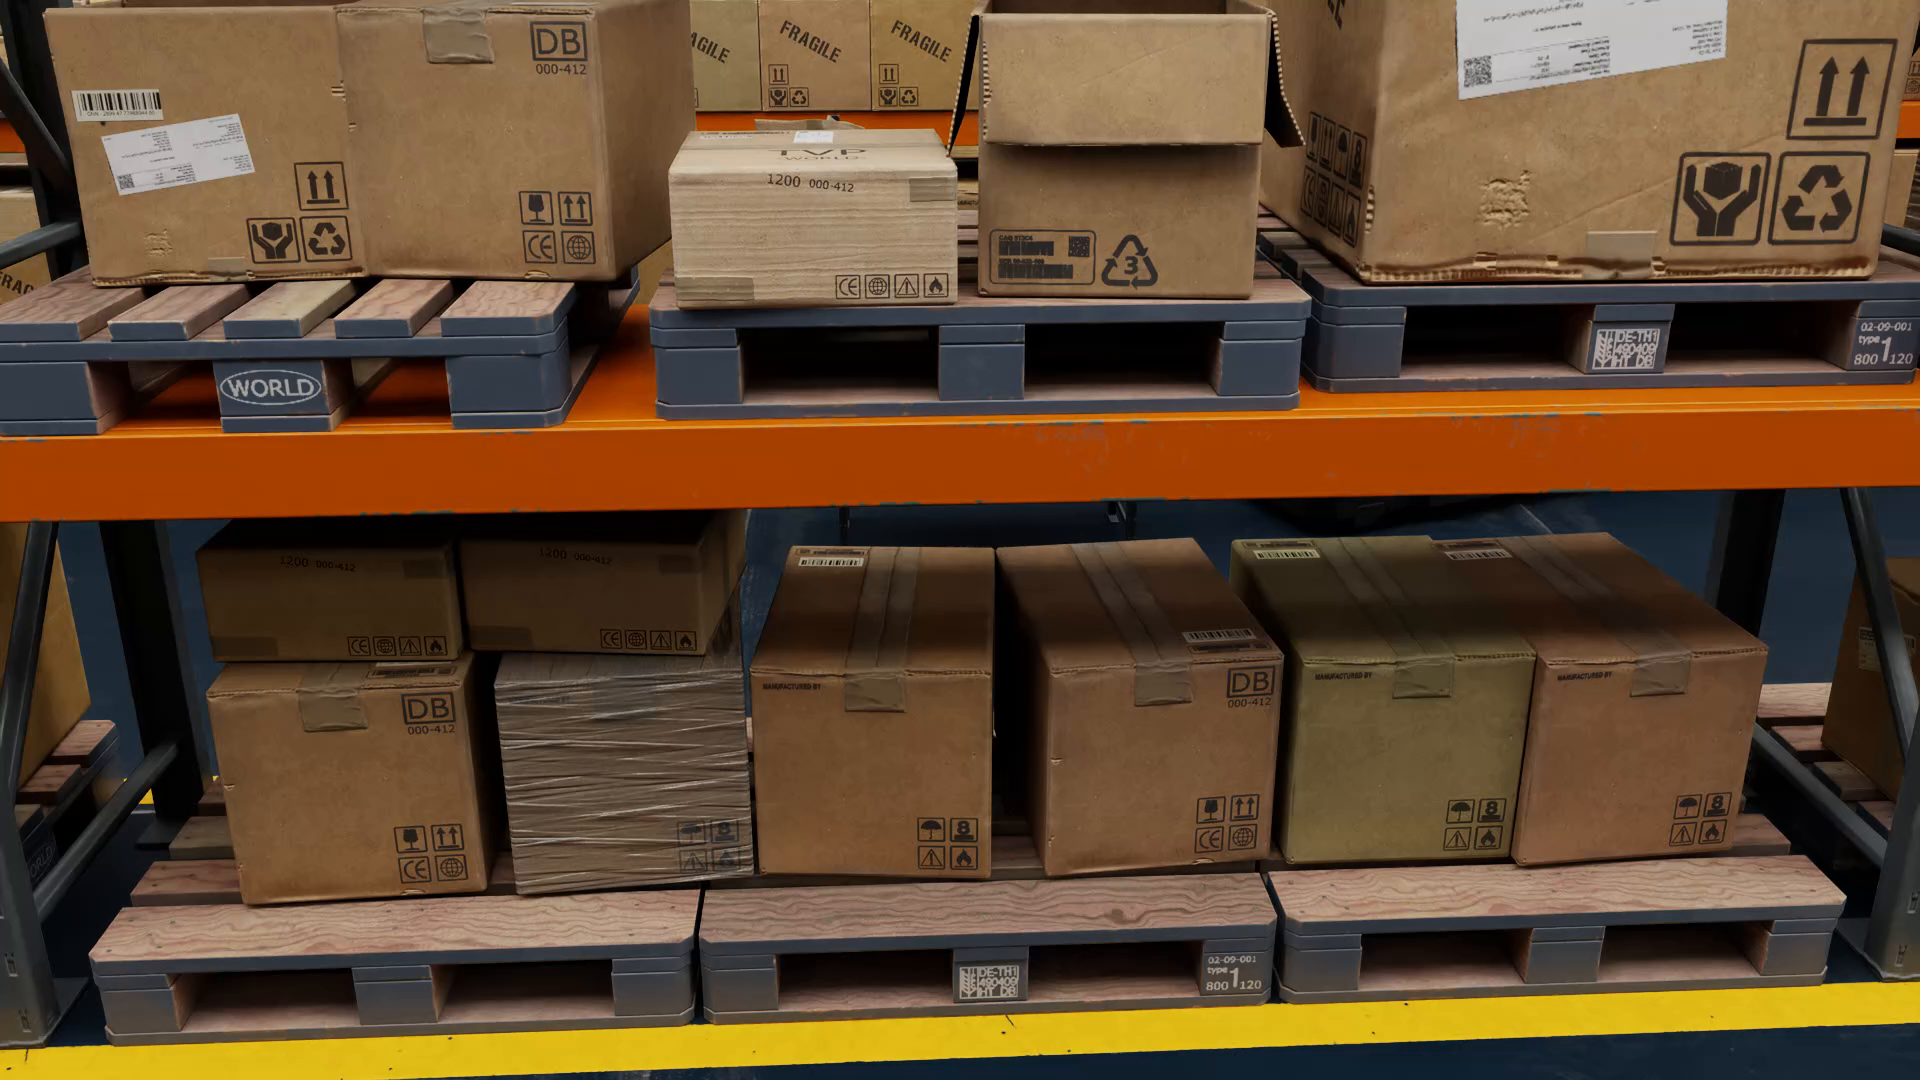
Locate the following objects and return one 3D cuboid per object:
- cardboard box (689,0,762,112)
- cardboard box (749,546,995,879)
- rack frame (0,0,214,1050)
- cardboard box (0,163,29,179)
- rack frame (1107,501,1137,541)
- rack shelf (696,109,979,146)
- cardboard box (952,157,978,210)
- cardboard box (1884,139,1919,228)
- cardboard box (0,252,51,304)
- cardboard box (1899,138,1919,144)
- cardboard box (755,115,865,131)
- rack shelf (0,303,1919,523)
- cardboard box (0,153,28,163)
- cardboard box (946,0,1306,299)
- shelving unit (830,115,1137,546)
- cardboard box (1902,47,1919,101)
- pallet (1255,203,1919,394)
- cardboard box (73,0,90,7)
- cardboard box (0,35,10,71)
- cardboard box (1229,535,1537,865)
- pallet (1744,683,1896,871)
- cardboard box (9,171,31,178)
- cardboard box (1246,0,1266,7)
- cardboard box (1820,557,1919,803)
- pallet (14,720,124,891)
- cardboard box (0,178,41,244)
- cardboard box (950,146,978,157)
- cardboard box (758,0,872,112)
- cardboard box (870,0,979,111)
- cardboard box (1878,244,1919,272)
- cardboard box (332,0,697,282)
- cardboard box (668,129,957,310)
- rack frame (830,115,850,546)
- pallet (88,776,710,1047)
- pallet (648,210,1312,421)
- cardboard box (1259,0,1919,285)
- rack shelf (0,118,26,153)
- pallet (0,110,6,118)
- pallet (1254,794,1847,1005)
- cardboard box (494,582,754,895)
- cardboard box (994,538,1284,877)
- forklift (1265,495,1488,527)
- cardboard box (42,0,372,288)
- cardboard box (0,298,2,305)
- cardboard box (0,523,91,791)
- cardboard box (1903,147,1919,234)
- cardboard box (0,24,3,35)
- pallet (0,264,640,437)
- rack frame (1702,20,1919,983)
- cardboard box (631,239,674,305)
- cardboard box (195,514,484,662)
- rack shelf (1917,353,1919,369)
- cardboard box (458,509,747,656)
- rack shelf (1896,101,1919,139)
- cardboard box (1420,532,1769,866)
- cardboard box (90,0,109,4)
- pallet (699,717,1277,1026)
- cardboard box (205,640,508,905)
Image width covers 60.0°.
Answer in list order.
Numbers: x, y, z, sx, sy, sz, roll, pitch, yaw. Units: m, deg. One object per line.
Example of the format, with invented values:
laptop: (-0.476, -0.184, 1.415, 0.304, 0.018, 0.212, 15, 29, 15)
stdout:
cardboard box: (-1.172, -2.275, 7.741, 0.500, 0.500, 0.500, -1, 21, -4)
cardboard box: (-0.174, 0.372, 3.822, 0.500, 0.500, 0.700, 1, 21, 1)
rack frame: (-1.961, -0.540, 3.323, 0.127, 3.000, 1.000, -1, 21, -3)
cardboard box: (-4.893, -1.712, 8.270, 0.500, 0.250, 0.500, 0, 21, 0)
rack frame: (0.593, -0.713, 5.886, 0.032, 1.500, 0.500, -1, 21, -3)
rack shelf: (-0.146, -2.008, 8.191, 4.000, 0.370, 1.077, -1, 21, -3)
cardboard box: (0.273, -1.467, 8.331, 0.750, 0.750, 1.050, -1, 21, -3)
cardboard box: (4.292, -1.614, 8.540, 0.875, 0.875, 0.875, -1, 21, -4)
cardboard box: (-4.333, -1.198, 7.975, 0.500, 0.500, 0.500, -1, 21, -2)
cardboard box: (5.171, -1.632, 8.589, 0.875, 0.875, 0.875, -1, 21, -3)
cardboard box: (-0.311, -0.803, 3.613, 0.258, 0.266, 0.396, -2, 21, -5)
rack shelf: (0.036, -0.244, 3.558, 4.000, 0.370, 1.077, -1, 21, -3)
cardboard box: (-7.153, -3.003, 12.804, 0.875, 0.438, 0.875, -1, 21, -4)
cardboard box: (0.307, -0.798, 3.265, 0.637, 0.503, 0.797, 1, 21, 2)
shelving unit: (0.085, -0.703, 5.859, 1.048, 1.500, 0.538, -1, 21, -3)
cardboard box: (4.362, -2.527, 8.332, 0.550, 0.550, 0.875, -1, 21, -3)
pallet: (1.261, -0.568, 3.666, 1.213, 0.211, 1.003, -1, 21, -3)
cardboard box: (-3.898, -2.323, 7.352, 0.250, 0.149, 0.380, -1, 21, -2)
cardboard box: (-4.162, -2.179, 7.390, 0.250, 0.149, 0.380, -2, 21, -6)
cardboard box: (0.941, 0.349, 3.883, 0.500, 0.500, 0.700, -1, 21, -3)
pallet: (2.701, 0.656, 4.102, 1.213, 0.211, 1.003, -1, 21, -3)
cardboard box: (-4.367, -1.728, 8.312, 0.500, 0.250, 0.500, -2, 21, -5)
cardboard box: (1.345, -2.326, 7.875, 0.500, 0.500, 0.500, -1, 21, -3)
cardboard box: (2.434, 0.357, 3.891, 0.500, 0.500, 0.500, -2, 21, -5)
pallet: (-2.752, 0.753, 3.848, 1.213, 0.211, 1.003, -1, 21, -3)
cardboard box: (-4.343, -1.543, 7.826, 0.500, 0.250, 0.500, 0, 21, -1)
cardboard box: (0.226, -3.082, 13.104, 0.625, 0.372, 0.950, 0, 21, 0)
cardboard box: (-0.668, -2.285, 7.767, 0.500, 0.500, 0.500, -1, 21, -3)
cardboard box: (-0.171, -2.295, 7.792, 0.500, 0.500, 0.500, -1, 21, -4)
cardboard box: (2.231, -0.613, 3.867, 0.250, 0.149, 0.380, -1, 21, -3)
cardboard box: (-0.872, -0.855, 3.420, 0.500, 0.500, 0.700, 2, 21, 5)
cardboard box: (-0.274, -0.618, 3.150, 0.500, 0.250, 0.500, -2, 21, -5)
rack frame: (-0.422, -0.692, 5.832, 0.032, 1.500, 0.500, -1, 21, -3)
pallet: (-1.181, 0.748, 3.860, 1.213, 0.211, 1.003, -1, 21, -3)
pallet: (0.013, -0.505, 3.501, 1.213, 0.211, 1.003, -1, 21, -3)
cardboard box: (1.231, -1.131, 3.444, 1.000, 1.000, 1.000, -1, 21, -3)
rack shelf: (-4.140, -1.927, 7.978, 4.000, 0.370, 1.077, -1, 21, -3)
pallet: (-4.117, -2.159, 7.847, 1.213, 0.211, 1.003, -1, 21, -3)
pallet: (1.255, 0.698, 3.990, 1.213, 0.211, 1.003, -1, 21, -3)
cardboard box: (-0.740, 0.386, 3.786, 0.500, 0.500, 0.700, -3, 21, -8)
cardboard box: (0.383, 0.361, 3.852, 0.500, 0.500, 0.700, -3, 21, -8)
forklift: (2.431, -1.757, 6.618, 3.031, 2.935, 1.130, -10, 23, -24)
cardboard box: (-1.424, -0.808, 3.297, 0.500, 0.500, 0.500, -4, 21, -10)
cardboard box: (-2.462, -0.673, 3.533, 0.500, 0.500, 0.500, -1, 21, -1)
cardboard box: (-2.651, 0.263, 3.609, 0.875, 0.875, 1.225, -2, 21, -6)
cardboard box: (2.485, -0.794, 3.432, 0.500, 0.500, 0.875, -1, 21, -3)
cardboard box: (-4.156, -2.318, 7.337, 0.250, 0.149, 0.380, -2, 21, -4)
pallet: (-1.255, -0.503, 3.495, 1.003, 0.211, 1.213, -1, 21, -3)
rack frame: (2.033, -0.621, 3.537, 0.127, 3.000, 1.000, -1, 21, -3)
cardboard box: (-1.530, -1.429, 8.231, 0.750, 0.750, 1.050, -1, 21, -4)
cardboard box: (-1.294, 0.048, 3.620, 0.500, 0.250, 0.500, 0, 21, -1)
rack shelf: (4.029, -0.326, 3.771, 4.000, 0.370, 1.077, -1, 21, -3)
cardboard box: (-0.765, 0.034, 3.658, 0.500, 0.250, 0.500, 1, 21, 3)
rack shelf: (3.847, -2.090, 8.405, 4.000, 0.370, 1.077, -1, 21, -3)
cardboard box: (1.418, 0.346, 3.891, 0.500, 0.500, 0.700, -3, 21, -7)
cardboard box: (-3.638, -2.329, 7.366, 0.250, 0.149, 0.380, -1, 21, -3)
pallet: (0.035, 0.724, 3.922, 1.213, 0.211, 1.003, -1, 21, -3)
cardboard box: (-1.293, 0.402, 3.744, 0.500, 0.500, 0.700, -2, 21, -6)
